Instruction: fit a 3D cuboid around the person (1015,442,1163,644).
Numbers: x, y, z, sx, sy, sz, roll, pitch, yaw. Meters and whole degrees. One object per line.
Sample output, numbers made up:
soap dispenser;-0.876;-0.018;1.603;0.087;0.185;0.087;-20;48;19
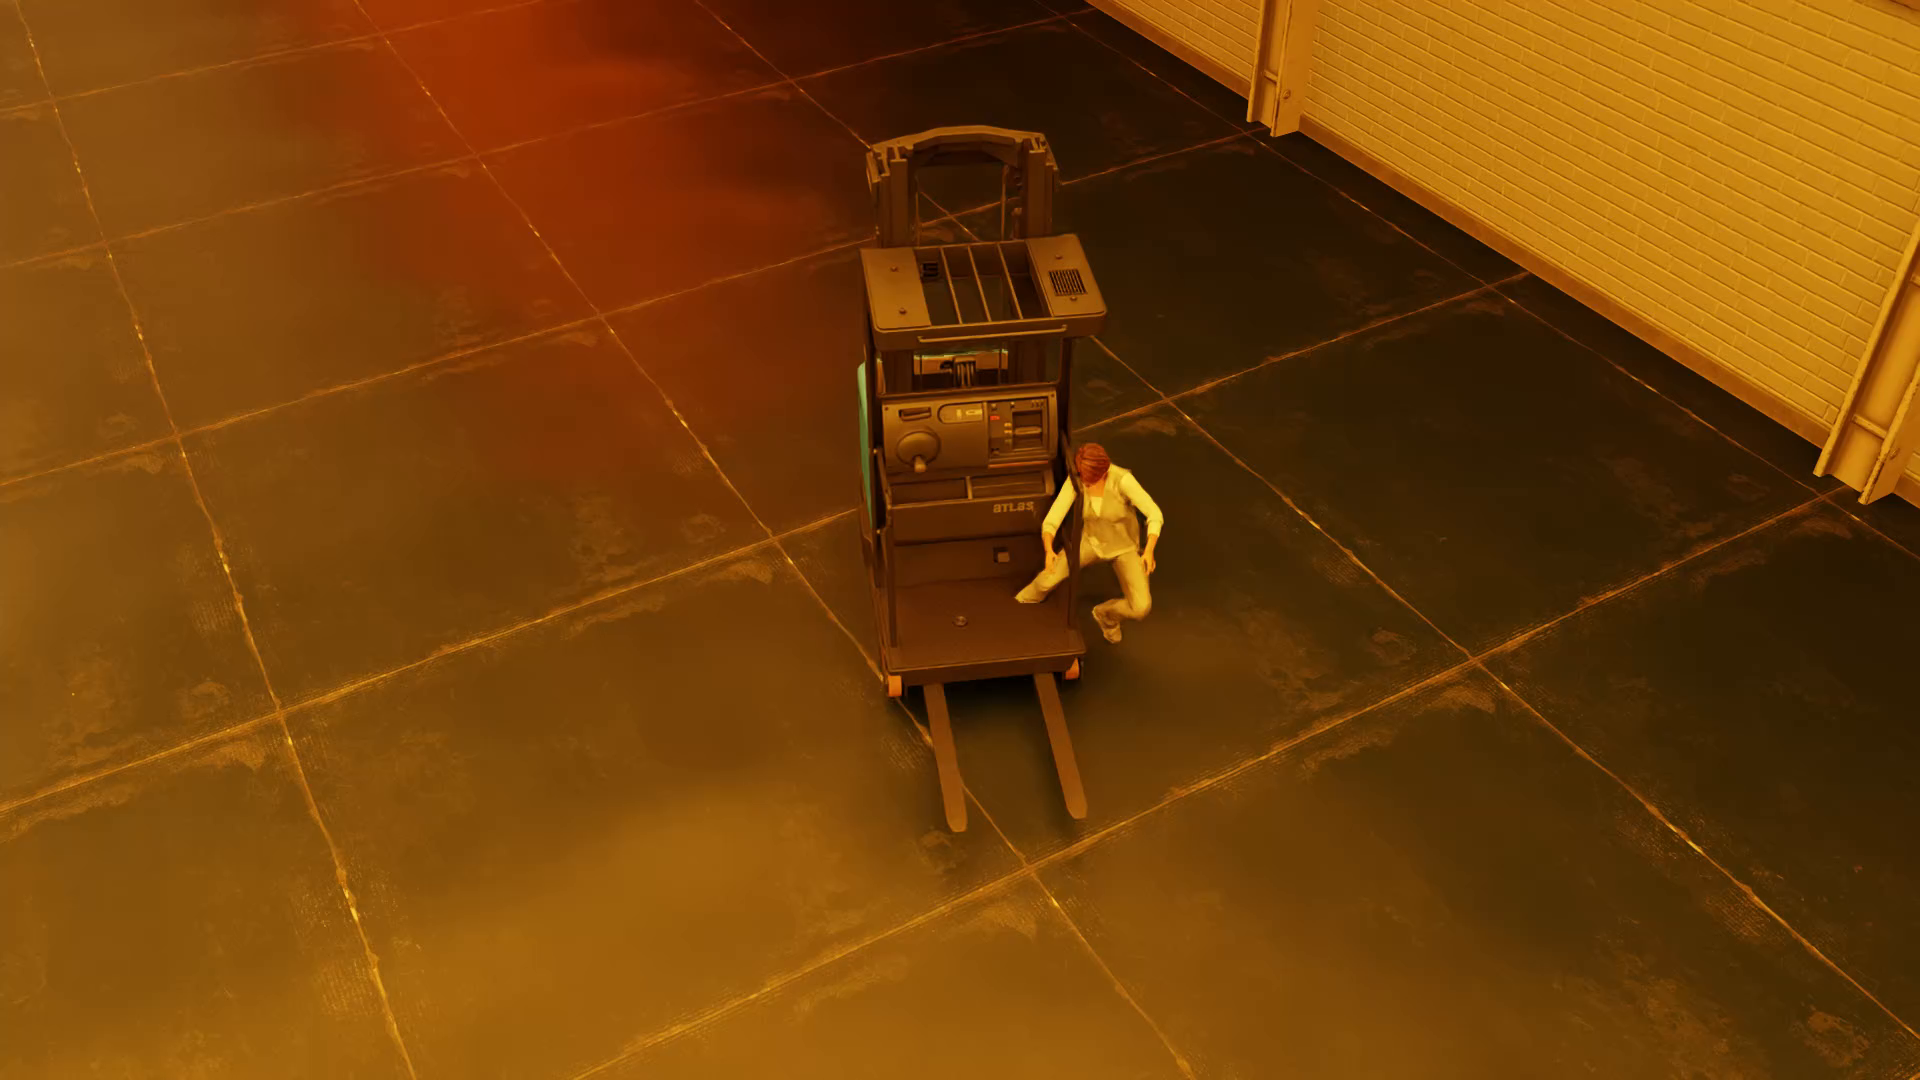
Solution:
person;0.697;0.105;9.069;0.799;1.316;0.708;12;41;14

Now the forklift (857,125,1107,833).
forklift;0.088;-0.495;8.633;1.130;2.935;3.031;-5;40;-6
